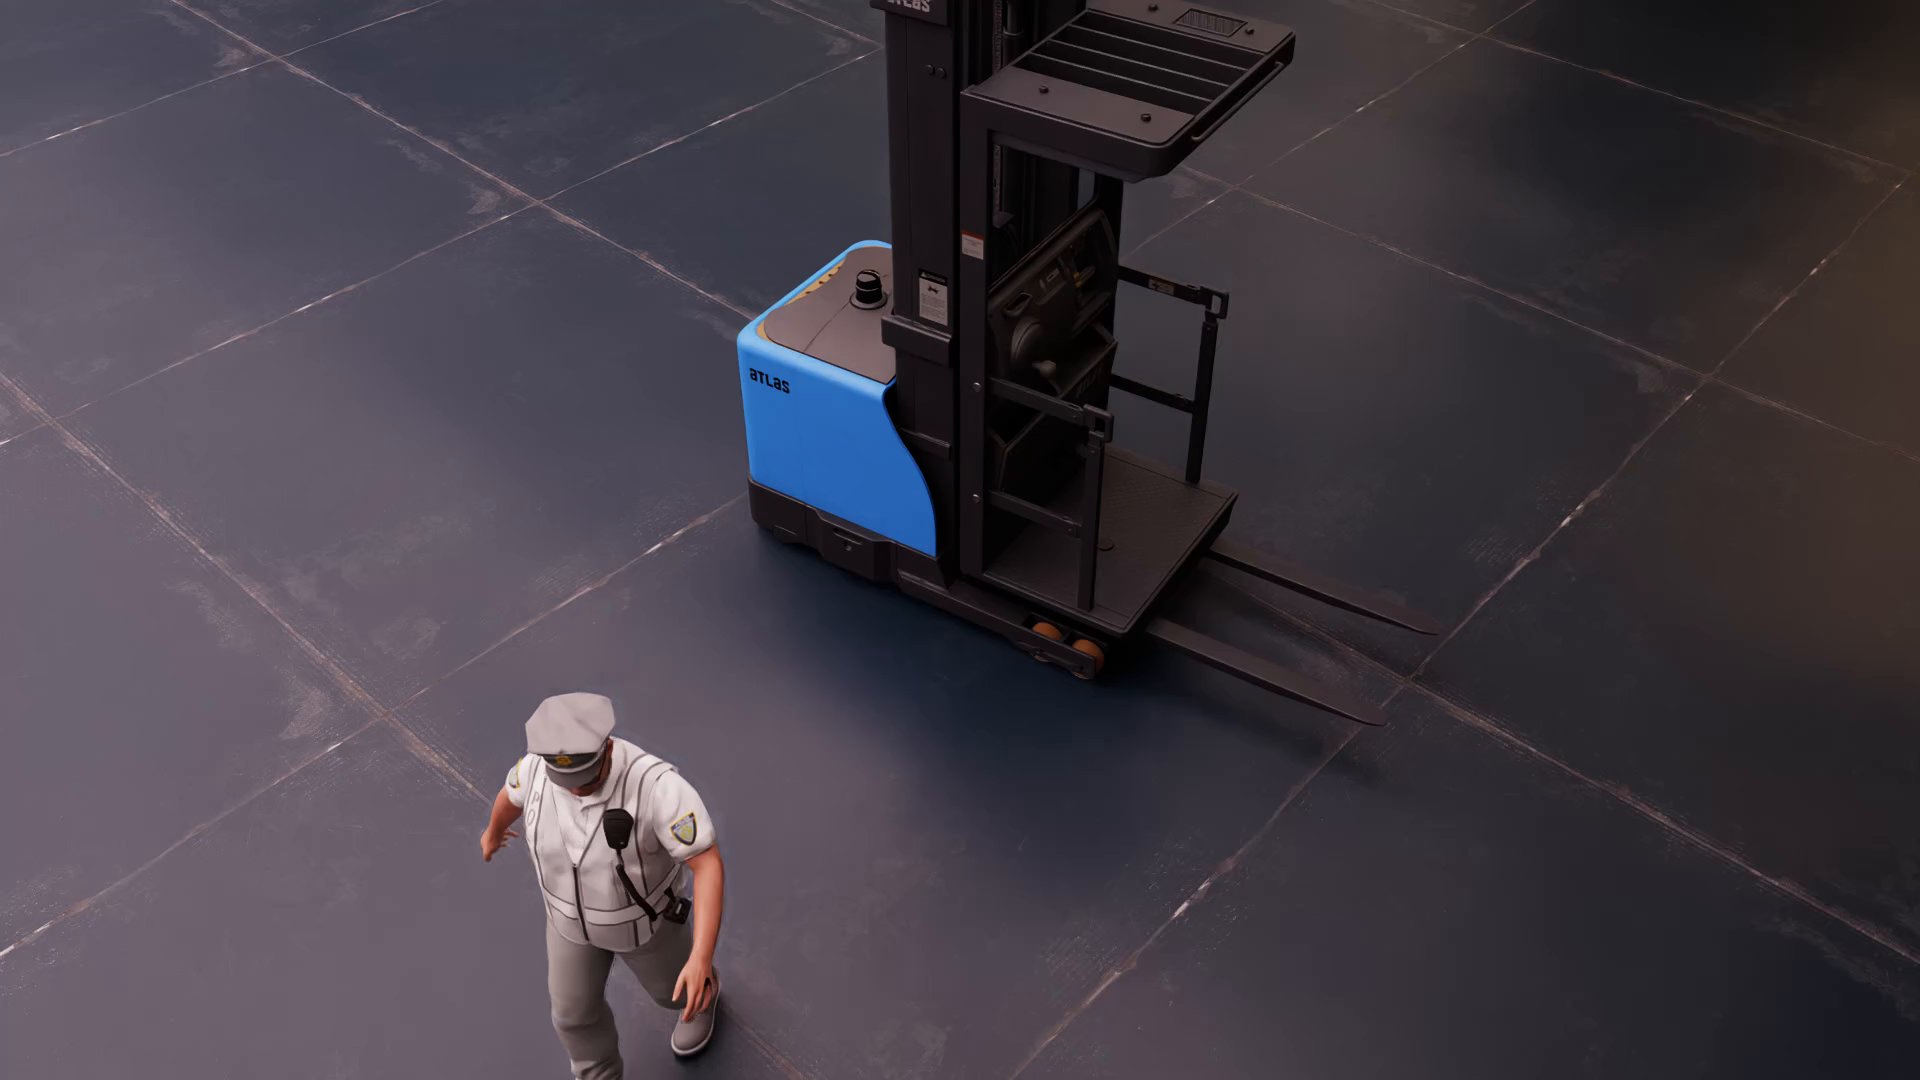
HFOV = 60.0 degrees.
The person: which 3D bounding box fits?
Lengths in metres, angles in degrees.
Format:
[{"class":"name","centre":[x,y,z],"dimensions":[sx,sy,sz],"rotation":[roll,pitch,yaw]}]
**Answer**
[{"class":"person","centre":[-1.091,1.140,5.044],"dimensions":[0.977,1.727,0.762],"rotation":[9,42,11]}]

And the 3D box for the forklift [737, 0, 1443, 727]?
[{"class":"forklift","centre":[0.551,-0.926,6.507],"dimensions":[3.031,2.935,1.130],"rotation":[22,45,24]}]
